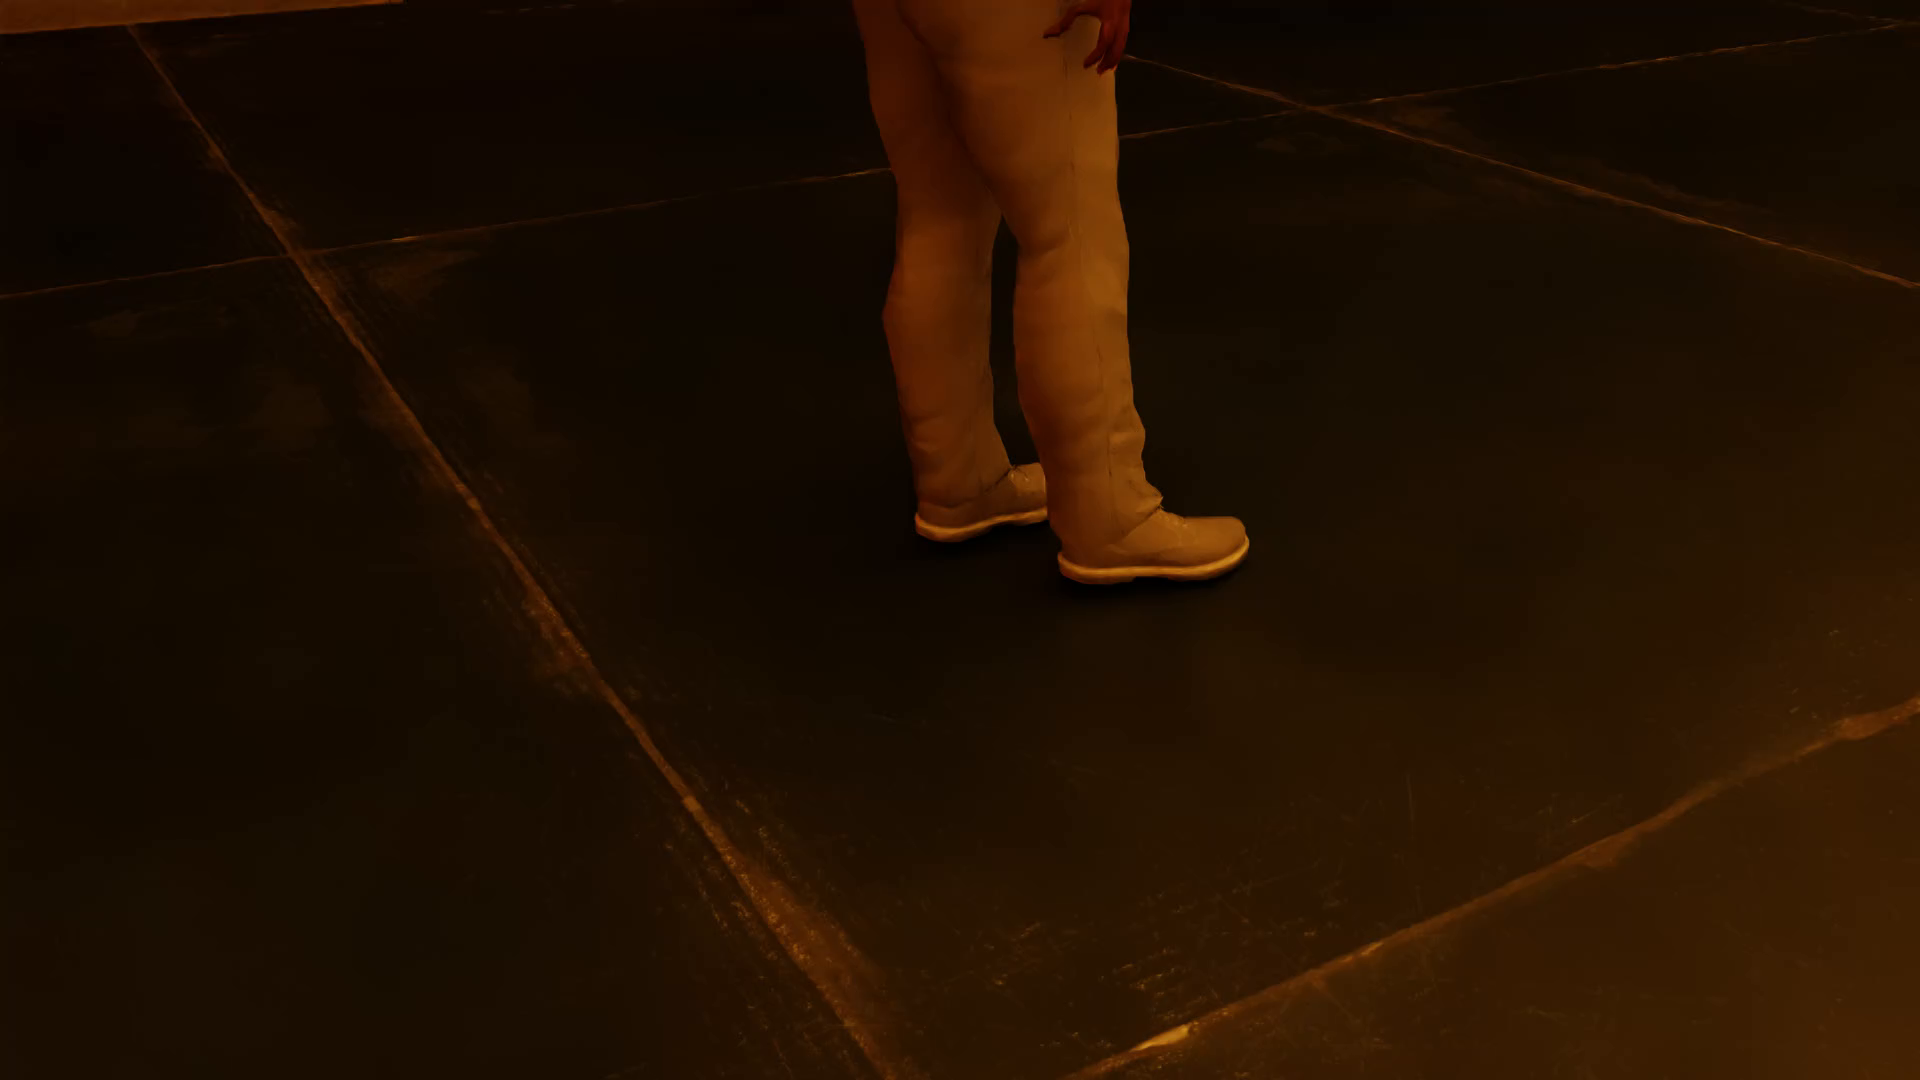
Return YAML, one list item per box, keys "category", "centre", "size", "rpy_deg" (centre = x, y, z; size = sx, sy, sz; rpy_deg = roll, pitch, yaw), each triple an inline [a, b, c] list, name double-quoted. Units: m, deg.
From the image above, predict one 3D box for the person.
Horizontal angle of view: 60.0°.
- category: "person"
  centre: [0.075, -0.771, 2.132]
  size: [0.529, 1.693, 0.570]
  rpy_deg: [-15, 30, -26]
